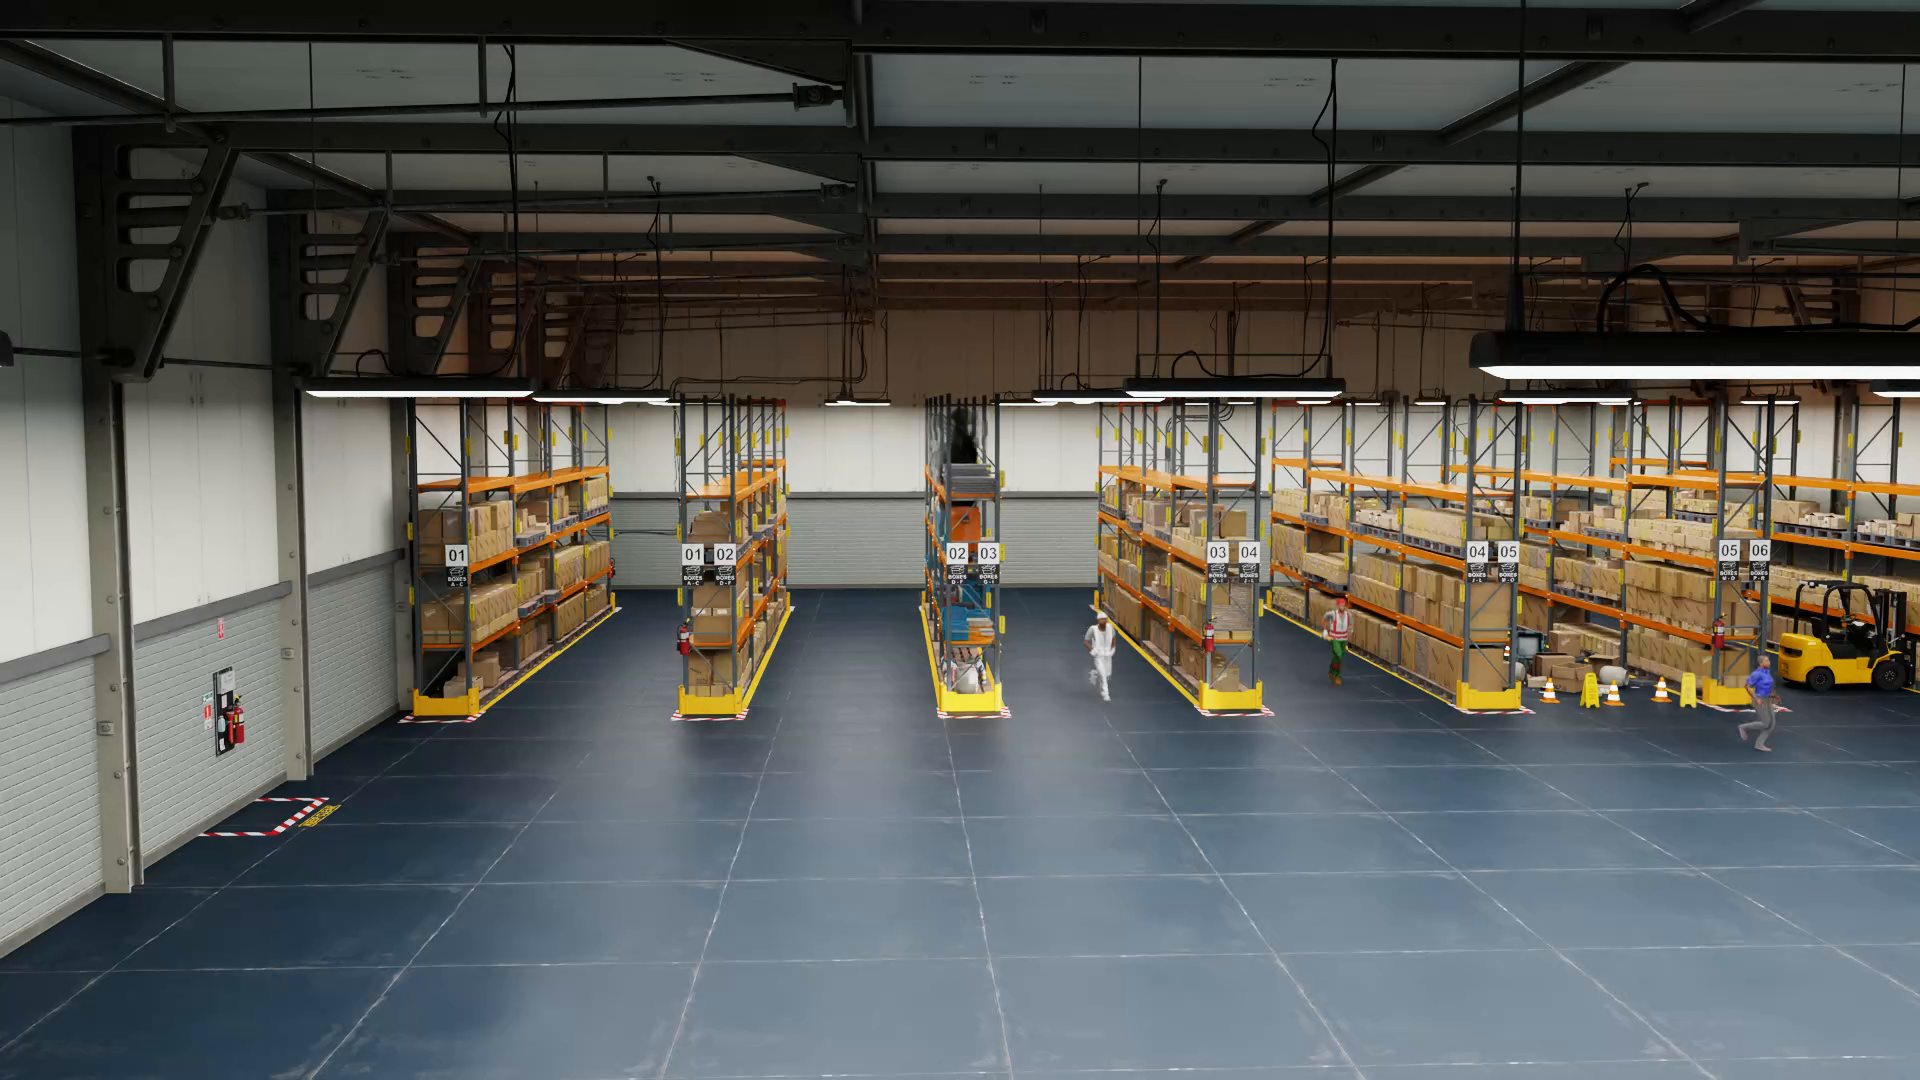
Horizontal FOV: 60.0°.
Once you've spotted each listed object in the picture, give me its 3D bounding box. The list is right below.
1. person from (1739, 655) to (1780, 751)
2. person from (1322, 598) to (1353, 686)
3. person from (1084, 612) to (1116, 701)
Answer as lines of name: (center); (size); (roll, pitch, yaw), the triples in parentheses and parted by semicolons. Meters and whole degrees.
person: (13.433, 2.728, 27.916); (0.588, 1.614, 0.568); (-4, 6, -38)
person: (7.897, 2.104, 34.714); (0.586, 1.818, 0.900); (-1, 5, -17)
person: (2.751, 2.278, 32.927); (0.691, 1.747, 0.763); (-2, 5, -24)
